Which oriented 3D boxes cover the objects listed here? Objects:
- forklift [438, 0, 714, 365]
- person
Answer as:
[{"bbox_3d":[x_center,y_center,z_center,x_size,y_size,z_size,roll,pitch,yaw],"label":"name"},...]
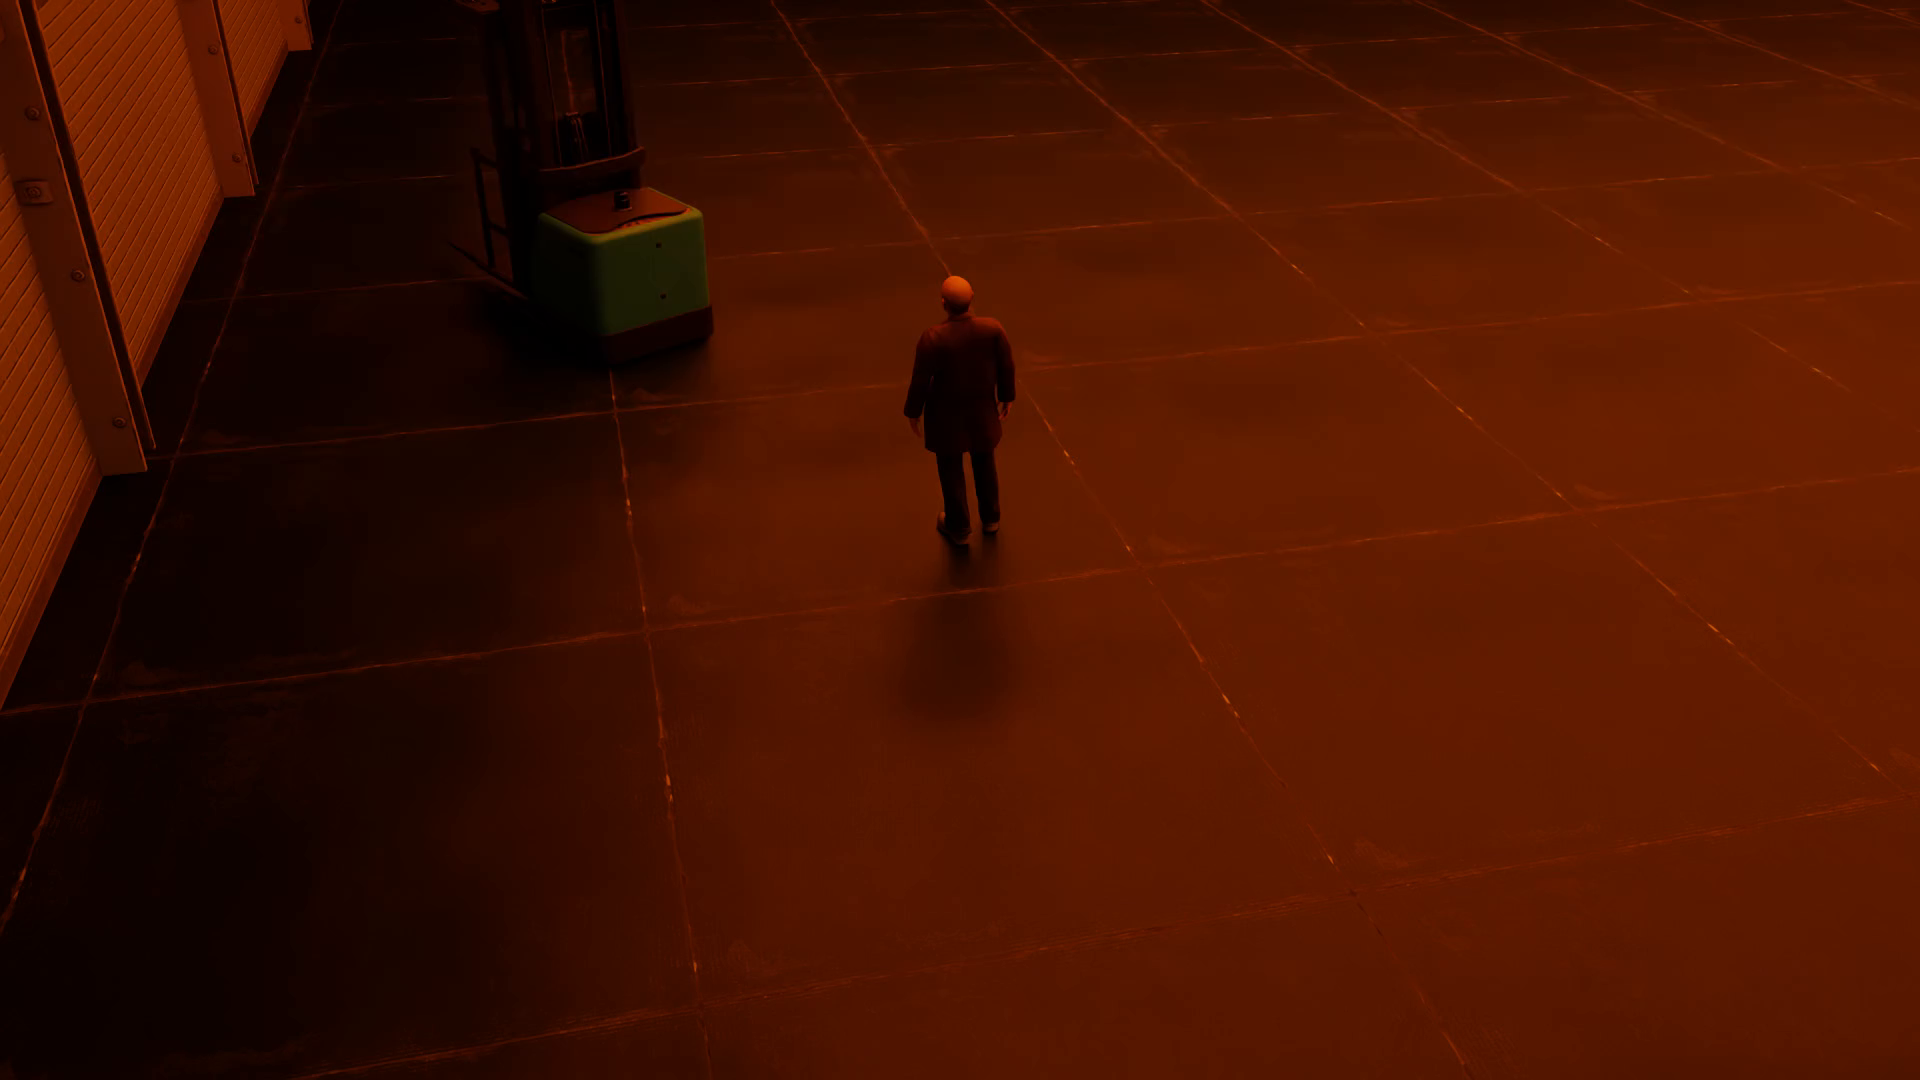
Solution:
[{"bbox_3d":[-3.294,-3.261,13.207,1.130,2.935,3.031,-23,37,-34],"label":"forklift"},{"bbox_3d":[-0.016,-0.820,10.128,0.696,1.776,0.582,-7,31,-12],"label":"person"}]
